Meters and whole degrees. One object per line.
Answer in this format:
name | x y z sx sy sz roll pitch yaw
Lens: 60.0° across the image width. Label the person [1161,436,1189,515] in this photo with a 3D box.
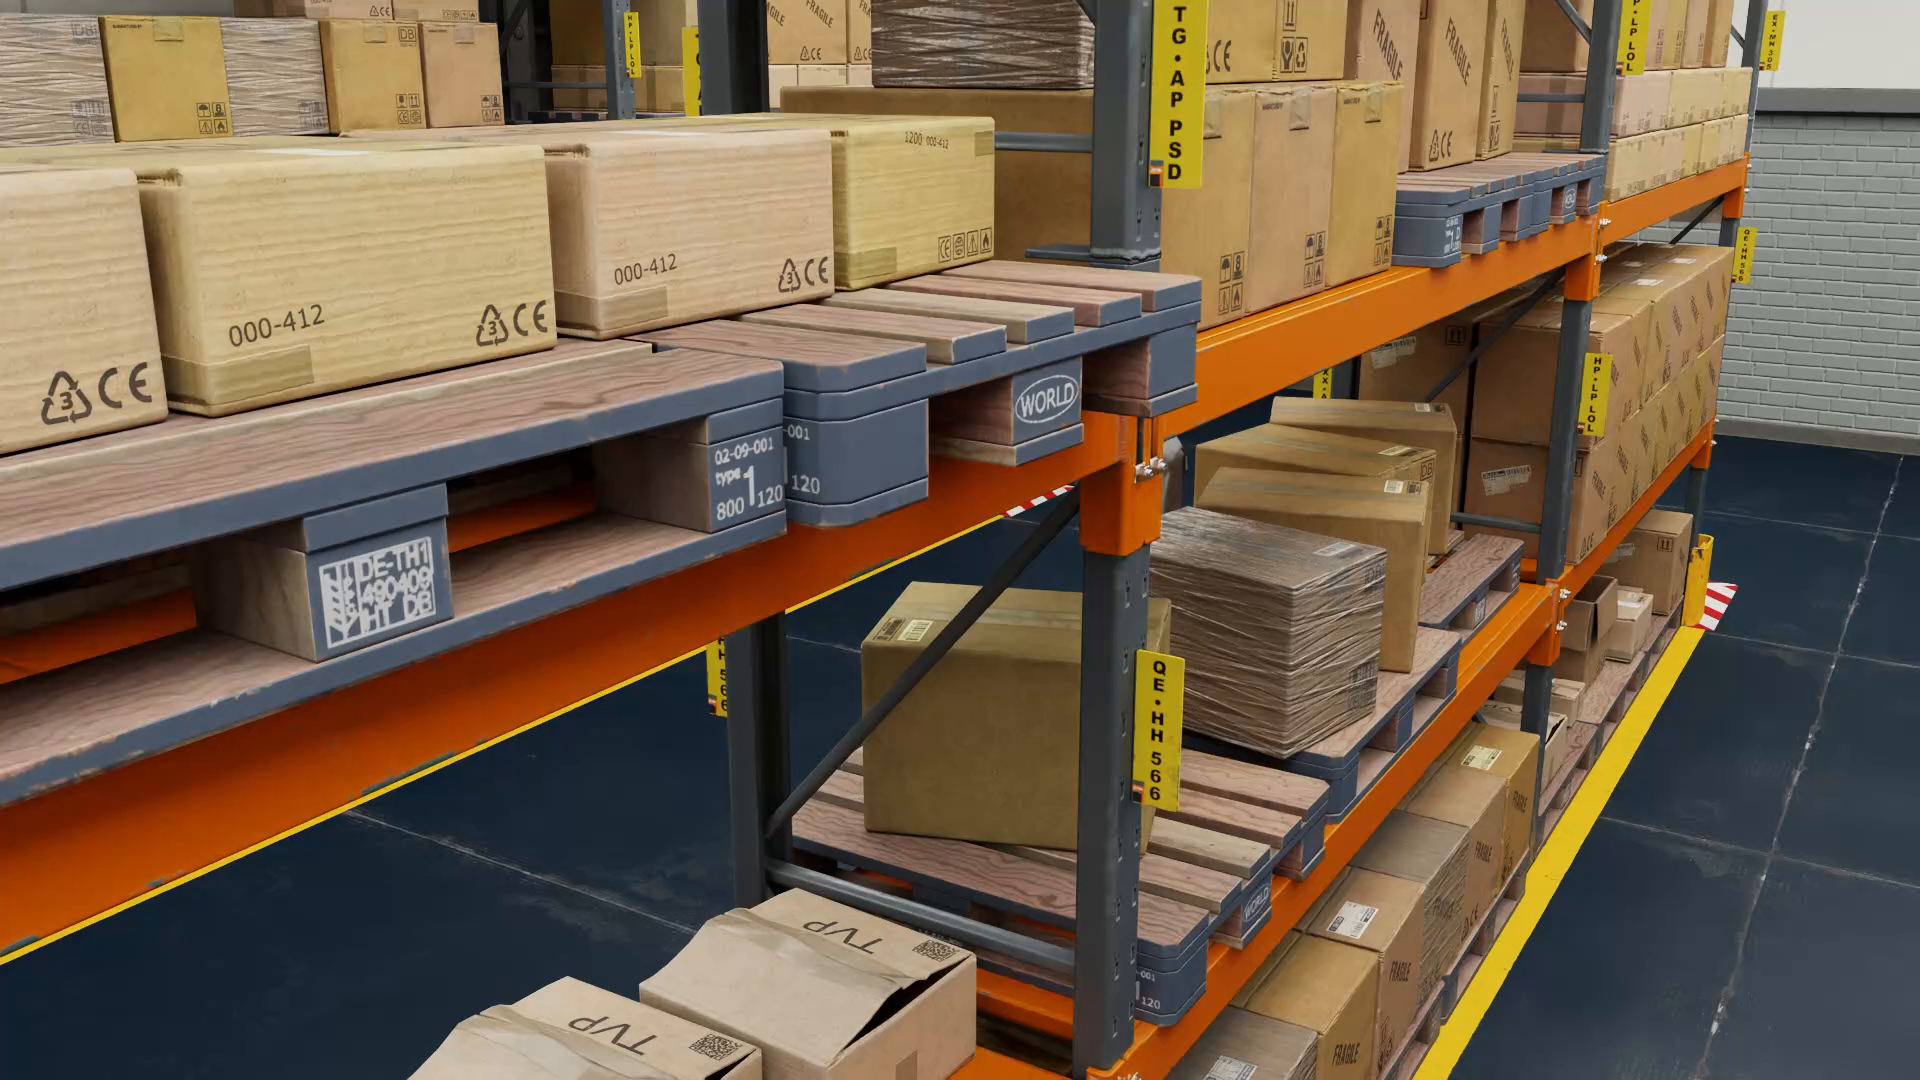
person | 1.105 -0.106 9.371 0.415 1.684 0.442 10 19 31
